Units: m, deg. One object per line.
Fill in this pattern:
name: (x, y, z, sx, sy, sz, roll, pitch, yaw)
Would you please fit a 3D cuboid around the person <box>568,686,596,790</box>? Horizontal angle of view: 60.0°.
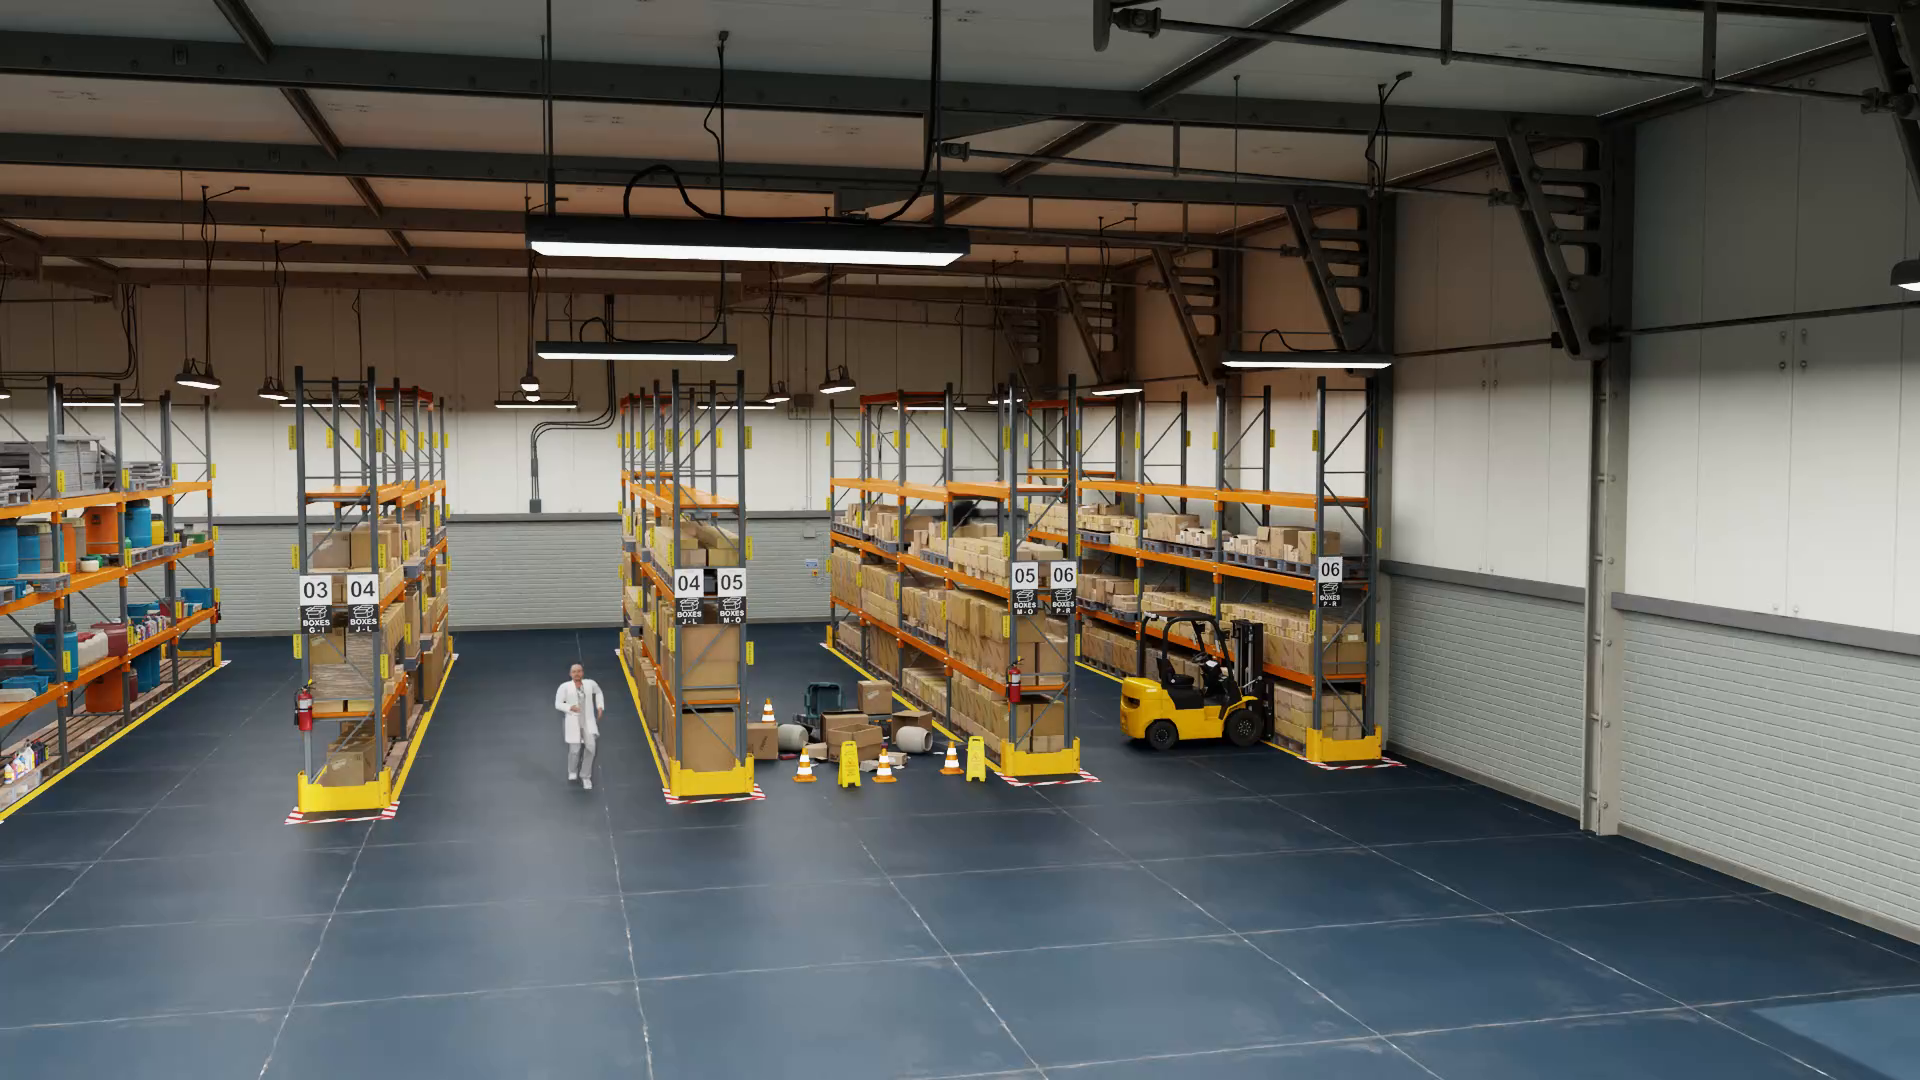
person: (-5.538, 2.825, 24.140, 0.618, 1.571, 0.772, -1, 4, -20)
